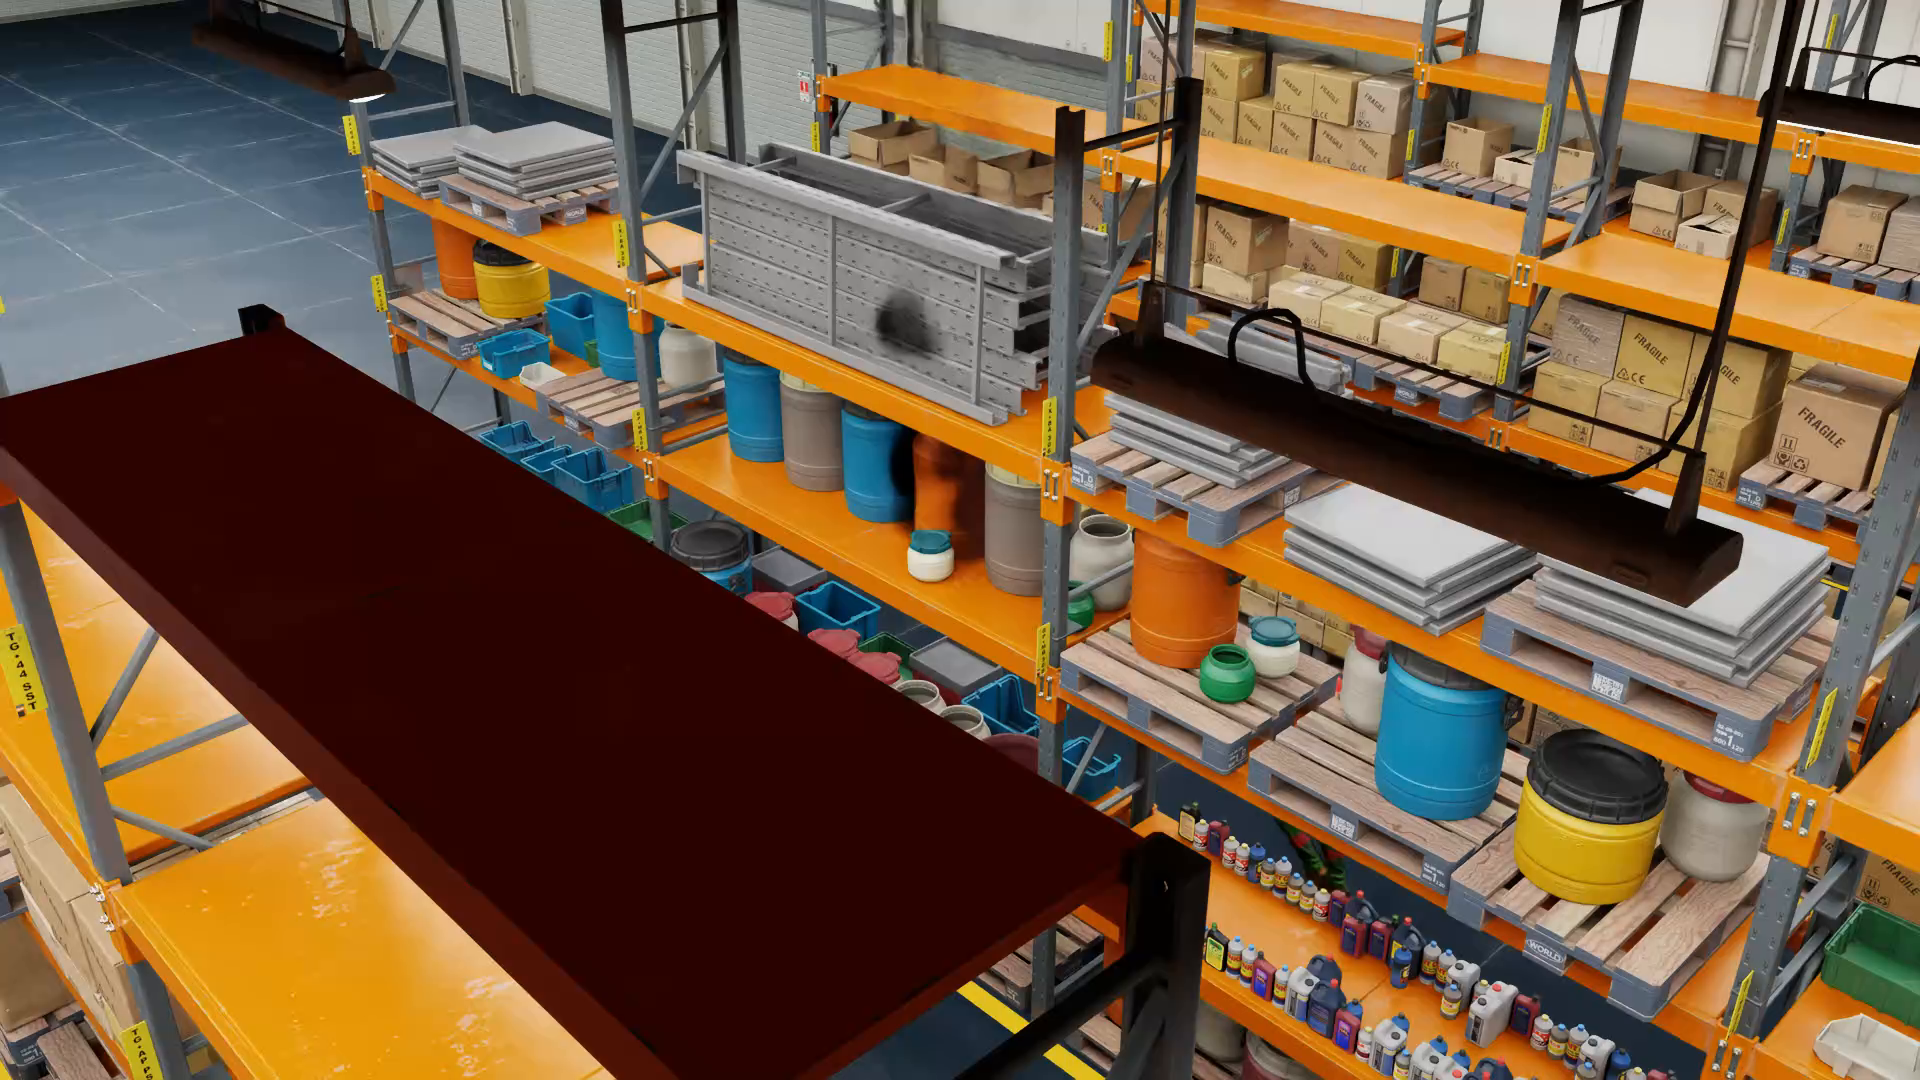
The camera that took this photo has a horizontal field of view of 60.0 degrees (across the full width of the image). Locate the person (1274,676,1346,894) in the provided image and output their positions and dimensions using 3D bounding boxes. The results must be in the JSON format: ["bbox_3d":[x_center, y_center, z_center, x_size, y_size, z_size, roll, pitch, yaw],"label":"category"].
[{"bbox_3d":[2.542,1.705,11.808,0.640,1.759,0.648,24,36,37],"label":"person"}]
